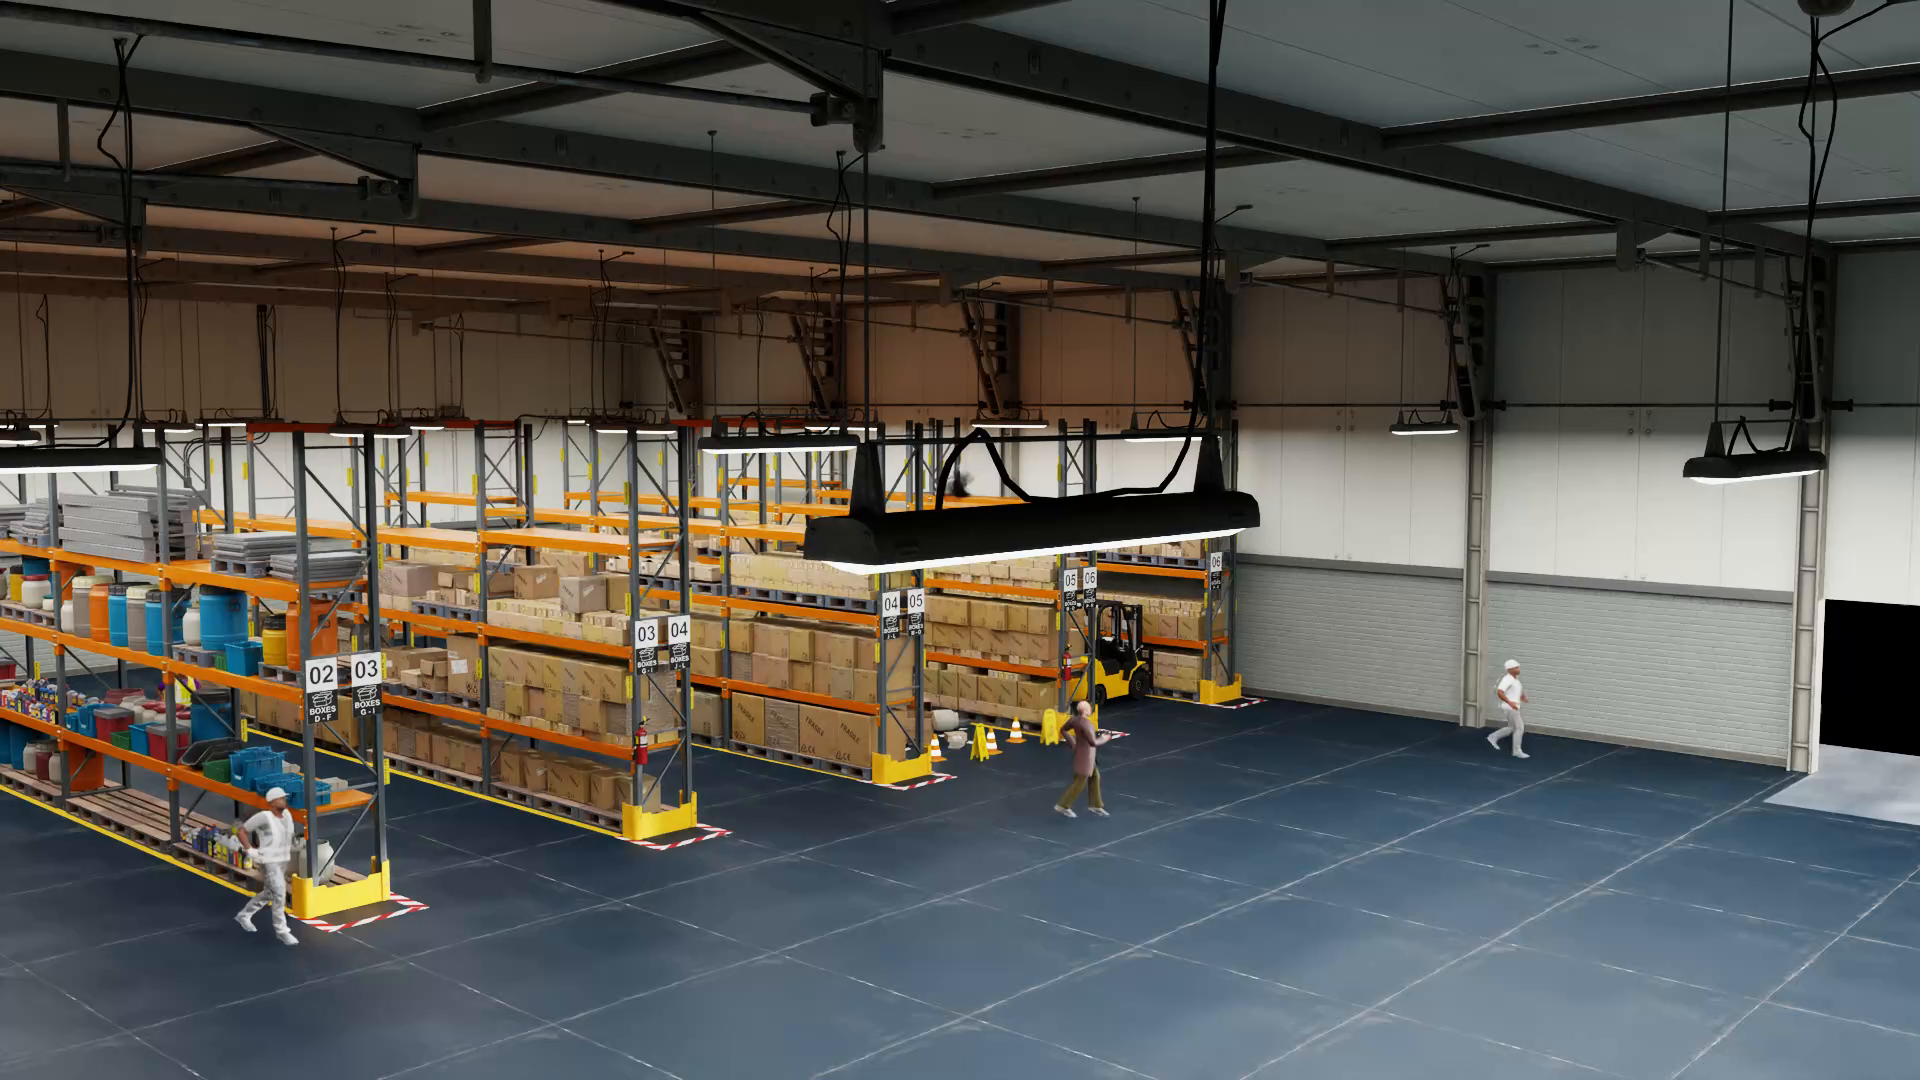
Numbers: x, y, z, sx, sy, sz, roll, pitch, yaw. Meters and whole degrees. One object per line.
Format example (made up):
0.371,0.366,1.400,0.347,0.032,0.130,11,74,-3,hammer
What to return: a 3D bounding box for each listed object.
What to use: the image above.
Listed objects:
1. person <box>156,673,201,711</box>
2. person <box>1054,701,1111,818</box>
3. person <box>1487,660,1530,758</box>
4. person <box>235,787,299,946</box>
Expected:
-13.835,3.030,29.603,0.780,1.830,0.673,2,5,28,person
1.872,3.361,25.303,0.929,1.830,0.677,-1,5,-11,person
9.864,3.018,29.880,0.777,1.754,0.707,2,5,26,person
-8.173,3.840,19.781,0.934,1.795,0.725,1,5,12,person
